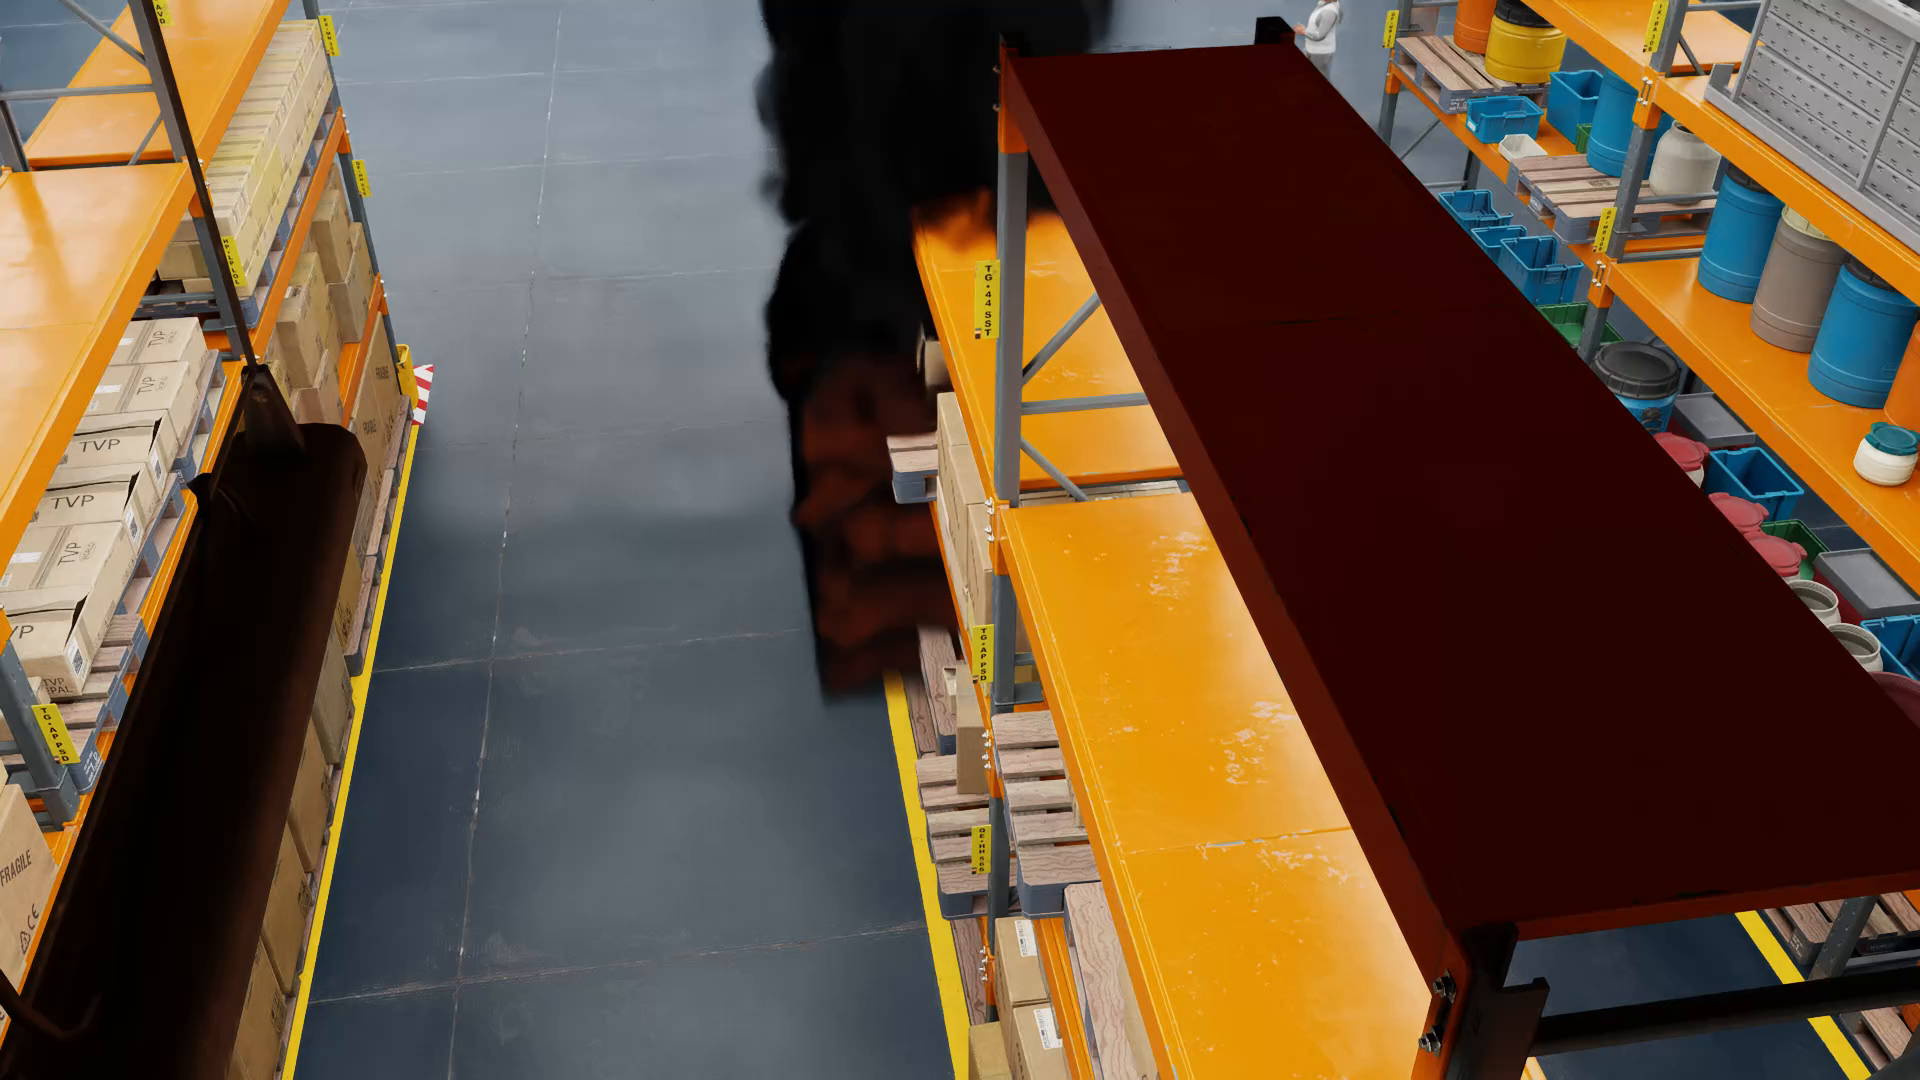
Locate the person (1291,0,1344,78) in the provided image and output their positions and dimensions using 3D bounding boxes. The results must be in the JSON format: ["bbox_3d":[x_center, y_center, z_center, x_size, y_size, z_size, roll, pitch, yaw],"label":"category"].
[{"bbox_3d":[4.299,-5.899,19.995,0.693,1.771,0.629,3,36,4],"label":"person"}]
